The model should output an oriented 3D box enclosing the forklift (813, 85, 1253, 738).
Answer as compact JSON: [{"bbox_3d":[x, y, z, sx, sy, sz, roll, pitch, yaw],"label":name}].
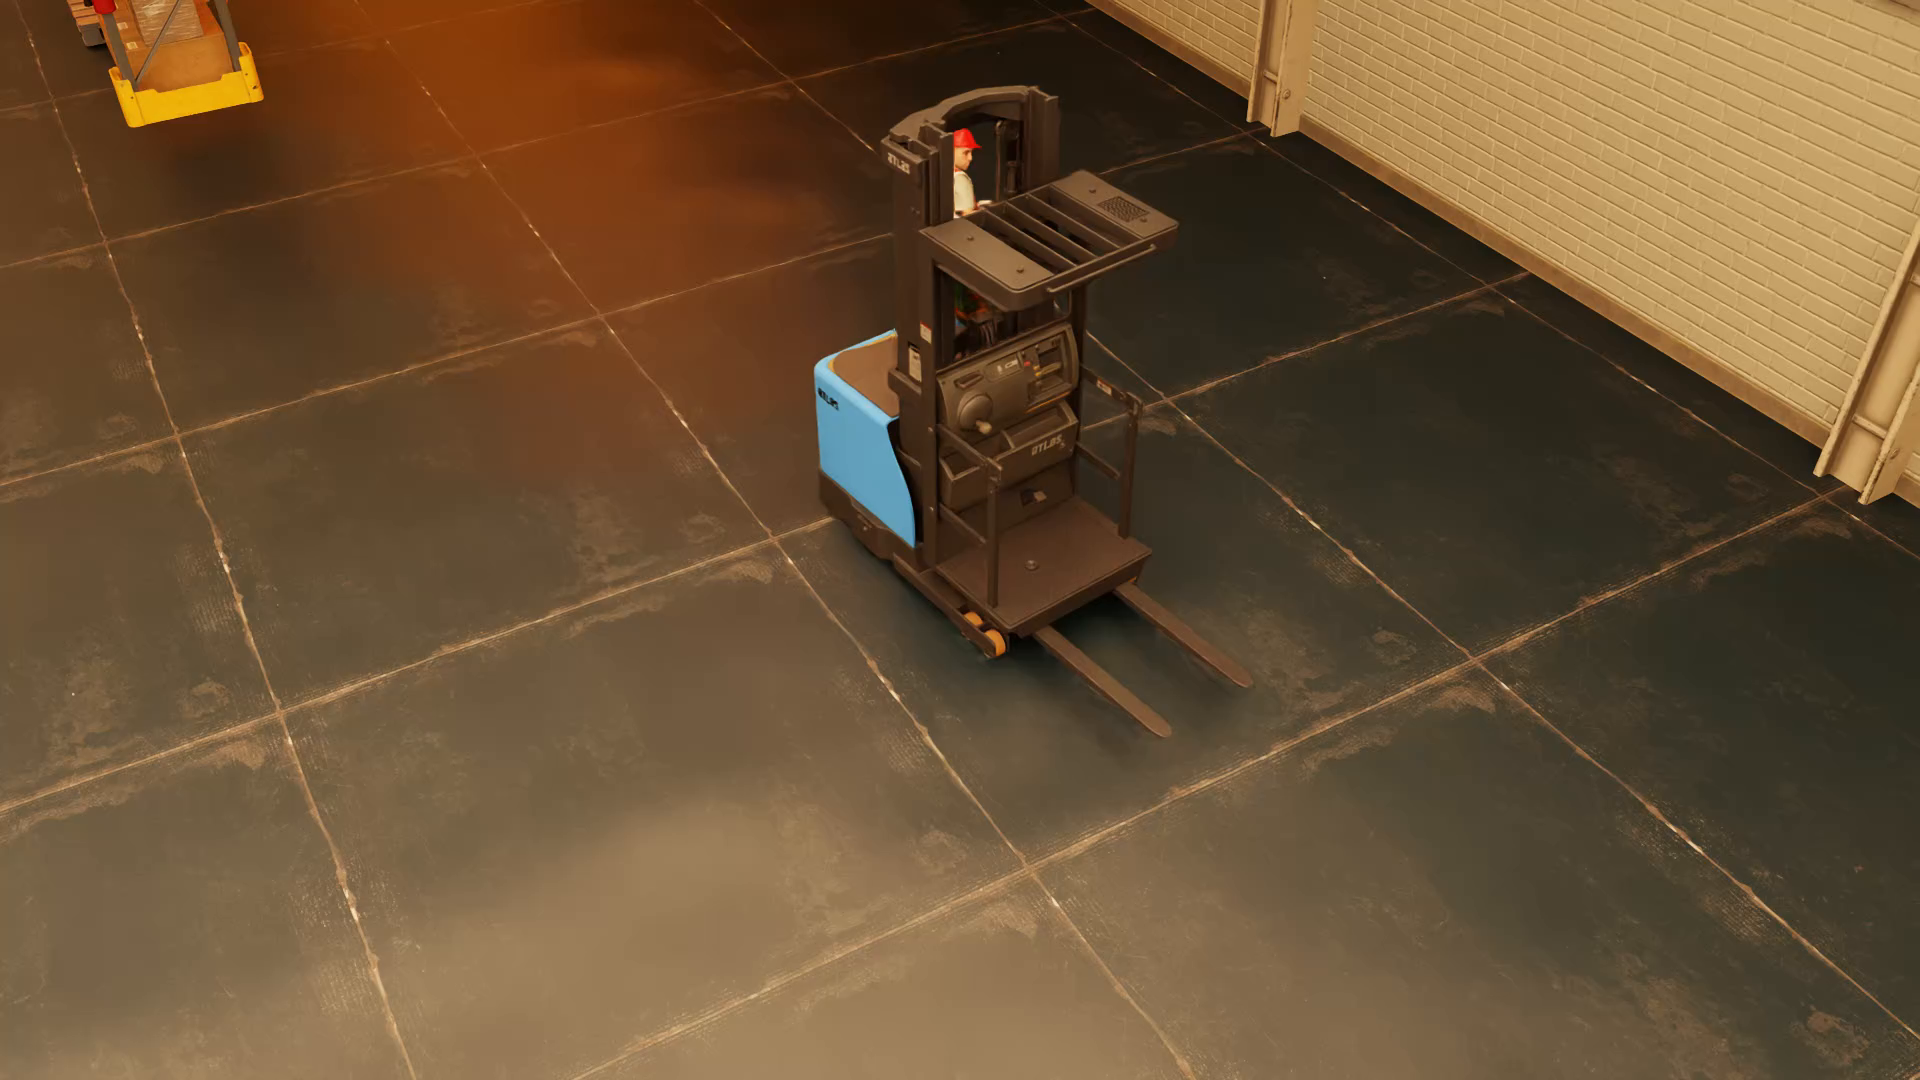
[{"bbox_3d":[0.407,-0.812,9.015,1.130,2.935,3.031,-26,46,-28],"label":"forklift"}]

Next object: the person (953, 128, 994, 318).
[{"bbox_3d":[0.095,-2.081,11.587,0.785,1.610,0.814,25,46,27],"label":"person"}]
